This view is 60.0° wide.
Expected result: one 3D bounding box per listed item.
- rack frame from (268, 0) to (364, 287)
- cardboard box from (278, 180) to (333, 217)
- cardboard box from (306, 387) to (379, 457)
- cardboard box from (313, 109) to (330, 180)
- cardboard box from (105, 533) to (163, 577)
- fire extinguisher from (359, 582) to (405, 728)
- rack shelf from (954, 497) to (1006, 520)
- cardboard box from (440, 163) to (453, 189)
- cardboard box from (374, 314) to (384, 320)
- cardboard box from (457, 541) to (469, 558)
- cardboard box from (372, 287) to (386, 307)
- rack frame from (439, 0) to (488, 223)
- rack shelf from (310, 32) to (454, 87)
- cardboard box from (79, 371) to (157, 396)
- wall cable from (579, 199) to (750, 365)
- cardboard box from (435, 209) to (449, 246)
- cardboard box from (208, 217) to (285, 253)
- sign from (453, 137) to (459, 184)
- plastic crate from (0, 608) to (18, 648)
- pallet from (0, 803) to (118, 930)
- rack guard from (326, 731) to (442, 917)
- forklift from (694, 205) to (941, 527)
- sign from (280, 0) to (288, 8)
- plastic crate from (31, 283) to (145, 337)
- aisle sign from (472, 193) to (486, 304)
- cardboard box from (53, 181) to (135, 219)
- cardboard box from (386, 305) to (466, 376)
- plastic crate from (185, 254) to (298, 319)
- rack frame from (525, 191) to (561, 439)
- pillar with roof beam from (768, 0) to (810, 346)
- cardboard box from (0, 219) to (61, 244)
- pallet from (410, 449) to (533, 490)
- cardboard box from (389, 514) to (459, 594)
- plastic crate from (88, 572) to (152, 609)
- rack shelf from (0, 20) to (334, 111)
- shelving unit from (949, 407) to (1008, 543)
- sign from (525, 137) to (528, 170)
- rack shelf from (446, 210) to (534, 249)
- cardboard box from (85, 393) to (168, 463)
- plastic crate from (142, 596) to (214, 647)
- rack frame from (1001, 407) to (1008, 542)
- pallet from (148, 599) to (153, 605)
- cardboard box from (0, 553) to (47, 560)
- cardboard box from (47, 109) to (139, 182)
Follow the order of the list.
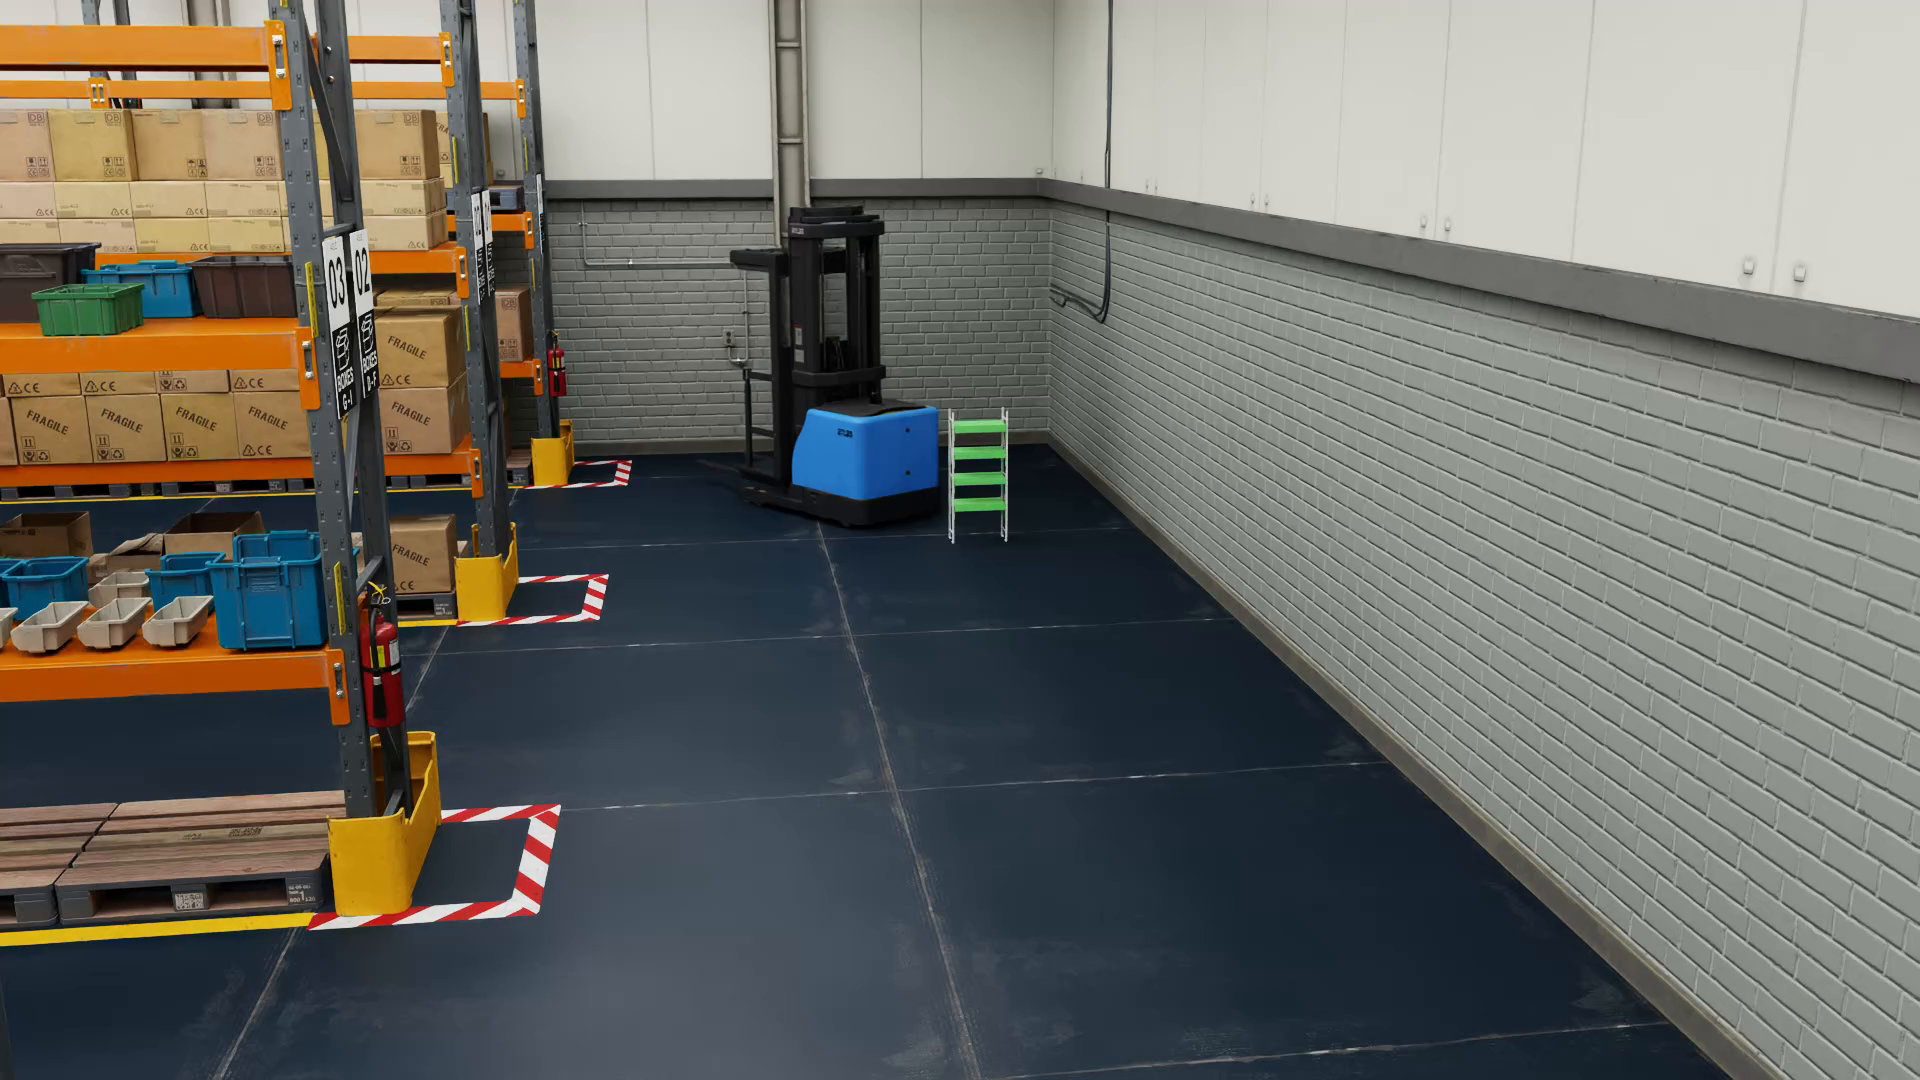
[{"bbox_3d":[-2.948,-2.693,7.459,0.127,3.000,1.000,-2,14,-8],"label":"rack frame"},{"bbox_3d":[-4.646,-2.501,12.142,0.500,0.250,0.500,-2,14,-8],"label":"cardboard box"},{"bbox_3d":[-4.597,-0.922,12.524,0.500,0.500,0.500,-2,14,-8],"label":"cardboard box"},{"bbox_3d":[-4.694,-2.942,12.361,0.500,0.500,0.700,-2,14,-8],"label":"cardboard box"},{"bbox_3d":[-6.374,0.145,13.099,0.500,0.311,0.500,-2,14,-8],"label":"cardboard box"},{"bbox_3d":[-2.731,0.540,7.830,0.183,0.674,0.296,-2,14,-8],"label":"fire extinguisher"},{"bbox_3d":[0.164,-0.293,15.174,0.480,0.148,0.258,-2,14,-8],"label":"rack shelf"},{"bbox_3d":[-5.108,-3.710,16.921,0.500,0.250,0.500,-2,14,-7],"label":"cardboard box"},{"bbox_3d":[-4.580,-1.407,12.405,0.500,0.500,0.500,-2,14,-7],"label":"cardboard box"},{"bbox_3d":[-4.147,0.128,13.503,0.250,0.149,0.380,-2,14,-8],"label":"cardboard box"},{"bbox_3d":[-6.399,-2.236,17.354,0.700,0.700,0.980,-3,14,-11],"label":"cardboard box"},{"bbox_3d":[-3.682,-3.884,12.211,0.127,3.000,1.000,-2,14,-8],"label":"rack frame"},{"bbox_3d":[-5.660,-3.461,12.010,4.000,0.370,1.077,-2,14,-8],"label":"rack shelf"},{"bbox_3d":[-6.111,-1.350,12.176,0.500,0.500,0.500,-3,14,-10],"label":"cardboard box"},{"bbox_3d":[-3.298,-2.932,18.660,1.851,1.984,0.084,-2,14,-8],"label":"wall cable"},{"bbox_3d":[-4.228,-2.399,12.764,0.500,0.250,0.500,-2,14,-8],"label":"cardboard box"},{"bbox_3d":[-5.139,-2.238,12.120,0.500,0.250,0.500,-2,14,-8],"label":"cardboard box"},{"bbox_3d":[-3.619,-2.725,11.933,0.005,0.325,0.100,-2,14,-8],"label":"sign"},{"bbox_3d":[-4.577,0.427,7.770,0.250,0.136,0.298,-2,14,-8],"label":"plastic crate"},{"bbox_3d":[-4.973,1.634,8.273,1.213,0.211,1.003,-2,14,-8],"label":"pallet"},{"bbox_3d":[-2.926,1.426,8.509,0.348,0.500,1.175,-2,14,-8],"label":"rack guard"},{"bbox_3d":[-1.557,-1.832,16.501,1.130,2.935,3.031,-13,19,-41],"label":"forklift"},{"bbox_3d":[-2.850,-2.404,6.973,0.005,0.325,0.100,-2,14,-8],"label":"sign"},{"bbox_3d":[-3.880,-1.030,7.434,0.336,0.188,0.450,-2,14,-8],"label":"plastic crate"},{"bbox_3d":[-3.569,-2.164,12.340,0.004,0.787,0.394,-2,14,-8],"label":"aisle sign"},{"bbox_3d":[-6.129,-2.446,11.922,0.500,0.250,0.500,-2,14,-8],"label":"cardboard box"},{"bbox_3d":[-4.160,-1.555,12.996,0.500,0.500,0.500,-2,14,-7],"label":"cardboard box"},{"bbox_3d":[-3.370,-1.227,8.052,0.590,0.269,0.497,-2,14,-8],"label":"plastic crate"},{"bbox_3d":[-4.424,-2.166,17.691,0.127,3.000,1.000,-2,14,-8],"label":"rack frame"},{"bbox_3d":[-1.241,-4.346,14.052,0.400,9.000,9.100,-2,14,-8],"label":"pillar with roof beam"},{"bbox_3d":[-6.624,-2.187,11.917,0.500,0.250,0.500,-2,14,-8],"label":"cardboard box"},{"bbox_3d":[-5.203,-0.765,17.840,1.213,0.211,1.003,-2,14,-8],"label":"pallet"},{"bbox_3d":[-4.183,0.104,12.876,0.500,0.500,0.500,-2,14,-8],"label":"cardboard box"},{"bbox_3d":[-4.241,0.262,8.429,0.298,0.136,0.250,-2,14,-8],"label":"plastic crate"},{"bbox_3d":[-4.925,-2.077,7.307,4.000,0.370,1.077,-2,14,-8],"label":"rack shelf"},{"bbox_3d":[0.164,-0.588,15.100,0.503,1.200,0.258,-2,14,-8],"label":"shelving unit"},{"bbox_3d":[-4.356,-3.881,16.706,0.005,0.325,0.100,-2,14,-8],"label":"sign"},{"bbox_3d":[-6.401,-3.199,17.125,4.000,0.370,1.077,-2,14,-8],"label":"rack shelf"},{"bbox_3d":[-6.092,-0.868,12.310,0.500,0.500,0.500,-2,14,-9],"label":"cardboard box"},{"bbox_3d":[-3.727,0.389,7.922,0.243,0.136,0.396,-2,14,-8],"label":"plastic crate"},{"bbox_3d":[0.405,-0.597,15.135,0.015,1.200,0.240,-2,14,-8],"label":"rack frame"},{"bbox_3d":[-5.749,0.454,12.980,1.213,0.211,1.003,-2,14,-8],"label":"pallet"},{"bbox_3d":[-7.190,0.298,12.489,0.500,0.311,0.500,-2,14,-8],"label":"cardboard box"},{"bbox_3d":[-6.153,-2.848,11.985,0.500,0.500,0.700,-2,14,-8],"label":"cardboard box"}]
